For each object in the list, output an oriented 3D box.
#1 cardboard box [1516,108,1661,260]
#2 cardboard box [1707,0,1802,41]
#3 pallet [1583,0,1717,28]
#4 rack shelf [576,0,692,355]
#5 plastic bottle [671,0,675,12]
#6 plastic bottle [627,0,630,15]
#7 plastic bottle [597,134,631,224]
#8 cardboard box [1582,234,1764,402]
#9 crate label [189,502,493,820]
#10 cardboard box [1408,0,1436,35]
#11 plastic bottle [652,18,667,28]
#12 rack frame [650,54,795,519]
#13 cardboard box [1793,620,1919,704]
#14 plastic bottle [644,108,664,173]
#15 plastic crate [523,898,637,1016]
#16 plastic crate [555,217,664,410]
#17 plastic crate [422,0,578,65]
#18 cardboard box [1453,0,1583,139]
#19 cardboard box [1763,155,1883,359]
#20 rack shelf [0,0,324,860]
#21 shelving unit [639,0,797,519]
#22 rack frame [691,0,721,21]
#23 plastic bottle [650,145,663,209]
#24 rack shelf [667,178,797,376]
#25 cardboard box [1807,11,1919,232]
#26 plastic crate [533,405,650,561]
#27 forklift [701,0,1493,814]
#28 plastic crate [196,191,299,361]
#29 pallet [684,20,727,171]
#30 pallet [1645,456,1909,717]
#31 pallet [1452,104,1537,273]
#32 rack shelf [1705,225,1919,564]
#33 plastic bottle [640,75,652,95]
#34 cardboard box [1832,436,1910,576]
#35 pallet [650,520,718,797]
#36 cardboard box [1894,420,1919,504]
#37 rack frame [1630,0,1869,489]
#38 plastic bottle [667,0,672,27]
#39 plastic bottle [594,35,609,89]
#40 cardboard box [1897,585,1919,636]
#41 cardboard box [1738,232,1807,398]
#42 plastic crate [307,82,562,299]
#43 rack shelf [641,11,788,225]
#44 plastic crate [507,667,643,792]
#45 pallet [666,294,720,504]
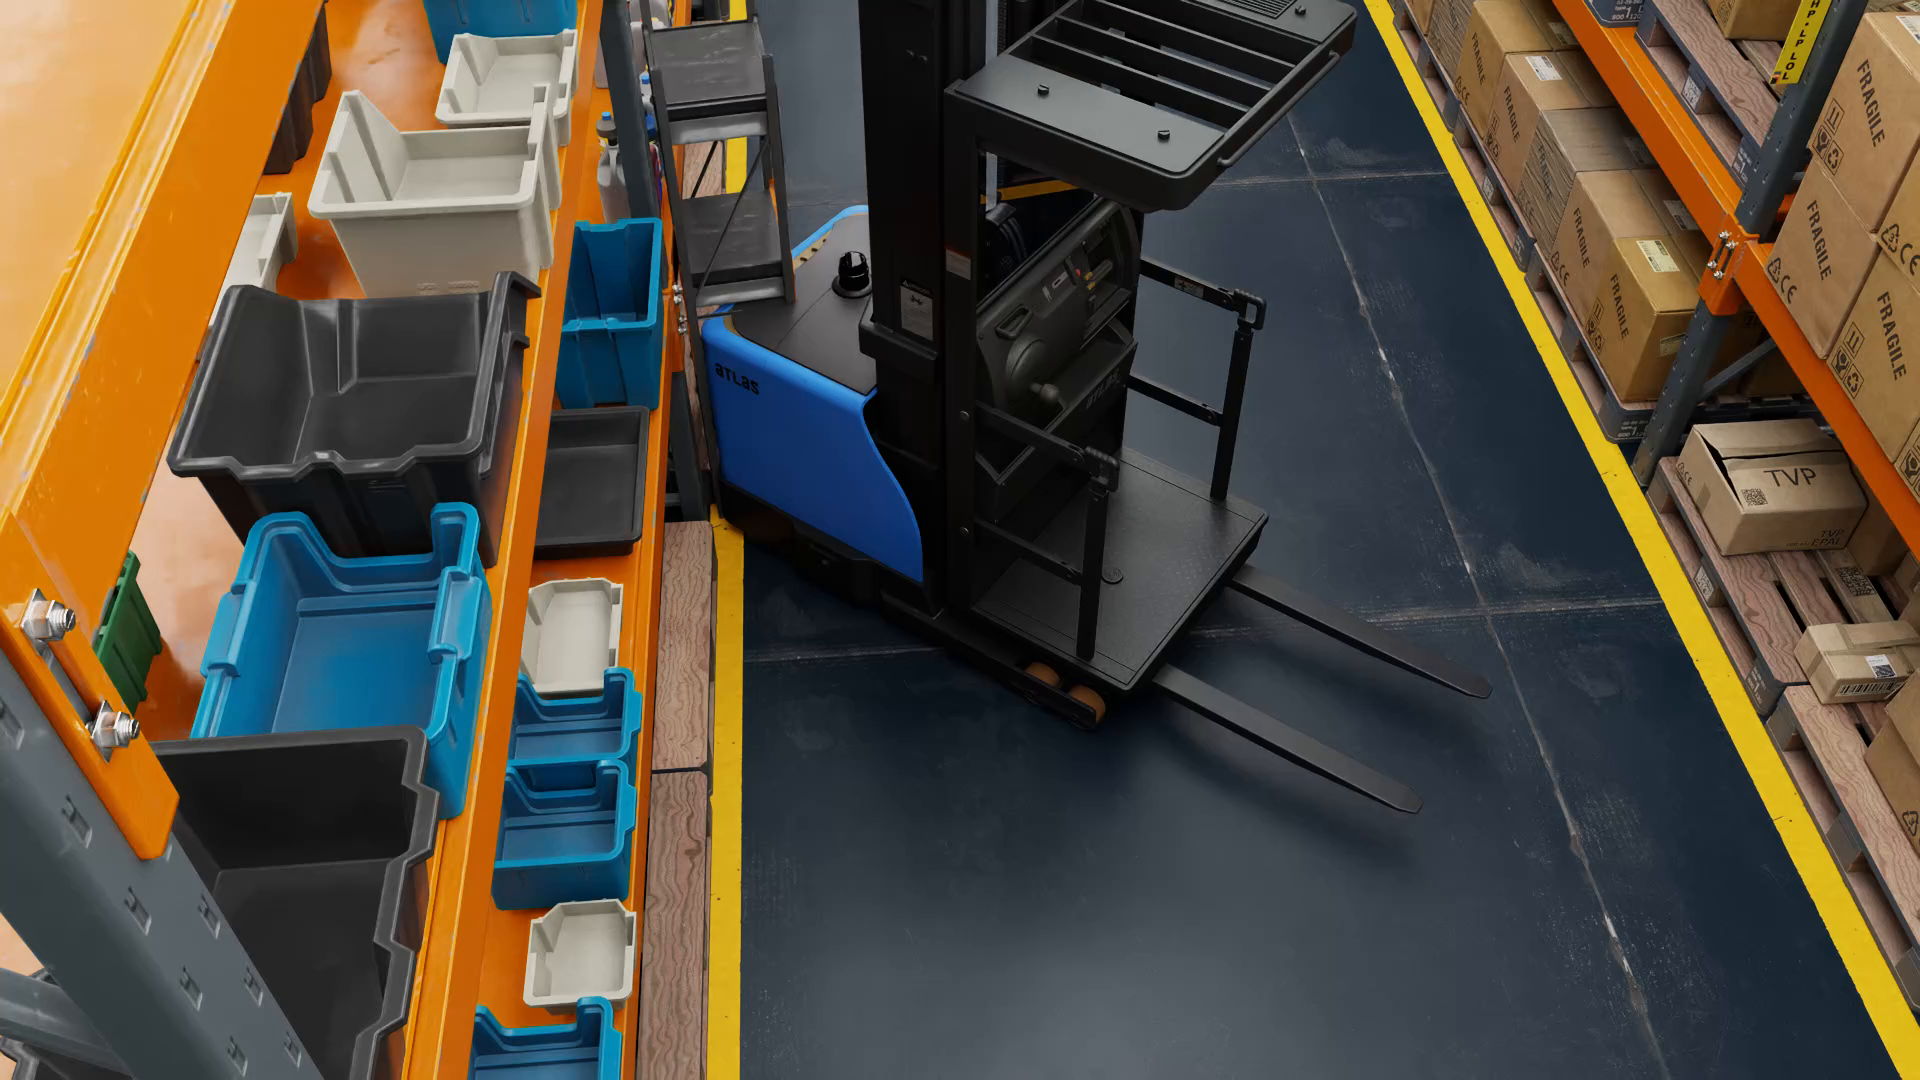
[{"bbox_3d":[2.993,-1.679,7.829,0.500,0.500,0.500,-3,47,-3],"label":"cardboard box"},{"bbox_3d":[3.457,-2.355,6.693,0.700,0.500,0.500,3,47,3],"label":"cardboard box"},{"bbox_3d":[3.227,-2.748,7.555,1.003,0.211,1.213,-3,47,-3],"label":"pallet"},{"bbox_3d":[-1.709,-2.228,7.426,1.077,0.370,4.000,-3,47,-3],"label":"rack shelf"},{"bbox_3d":[-1.323,-2.464,7.188,0.144,0.351,0.185,-3,47,-3],"label":"plastic bottle"},{"bbox_3d":[-1.440,-2.397,7.180,0.097,0.271,0.097,0,47,0],"label":"plastic bottle"},{"bbox_3d":[-1.252,-1.315,6.100,0.144,0.351,0.185,-3,47,-3],"label":"plastic bottle"},{"bbox_3d":[3.068,-0.958,7.146,0.500,0.500,0.500,-4,47,-4],"label":"cardboard box"},{"bbox_3d":[-0.962,0.198,2.669,0.408,0.251,0.502,-3,47,-3],"label":"crate label"},{"bbox_3d":[2.813,-3.166,9.237,0.500,0.500,0.500,-2,47,-2],"label":"cardboard box"},{"bbox_3d":[-1.261,-2.073,6.921,0.097,0.201,0.097,0,47,0],"label":"plastic bottle"},{"bbox_3d":[-0.813,-0.845,6.209,0.400,2.100,0.015,-9,47,-8],"label":"rack frame"},{"bbox_3d":[3.297,0.439,6.054,0.380,0.166,0.250,-3,47,-3],"label":"cardboard box"},{"bbox_3d":[-1.194,-1.524,6.353,0.097,0.271,0.097,0,47,0],"label":"plastic bottle"},{"bbox_3d":[-0.901,1.009,4.005,0.250,0.136,0.298,-3,47,-3],"label":"plastic crate"},{"bbox_3d":[-1.163,-0.726,5.478,0.392,0.384,0.575,-3,47,-3],"label":"plastic crate"},{"bbox_3d":[-1.147,-1.363,4.161,0.416,0.233,0.300,-3,47,-3],"label":"plastic crate"},{"bbox_3d":[2.900,-2.424,8.535,0.500,0.500,0.500,-4,47,-4],"label":"cardboard box"},{"bbox_3d":[3.166,-0.976,5.676,0.500,0.500,0.500,-2,47,-2],"label":"cardboard box"},{"bbox_3d":[-1.374,-1.259,2.652,1.077,0.370,4.000,-3,47,-3],"label":"rack shelf"},{"bbox_3d":[-0.864,-1.019,6.373,0.431,2.100,0.503,-9,47,-8],"label":"shelving unit"},{"bbox_3d":[-1.876,-3.922,8.535,1.000,3.000,0.127,-3,47,-3],"label":"rack frame"},{"bbox_3d":[-1.158,-1.376,6.204,0.061,0.283,0.133,-3,47,-3],"label":"plastic bottle"},{"bbox_3d":[-0.864,-1.009,6.383,0.431,0.518,0.480,-9,47,-8],"label":"rack shelf"},{"bbox_3d":[3.154,-1.347,5.338,0.500,0.500,0.500,-2,47,-2],"label":"cardboard box"},{"bbox_3d":[-1.180,-0.161,5.121,0.437,0.125,0.590,-3,47,-3],"label":"plastic crate"},{"bbox_3d":[0.516,-0.746,5.574,3.031,2.935,1.130,27,52,23],"label":"forklift"},{"bbox_3d":[-1.627,-0.555,3.462,0.437,0.136,0.530,-3,47,-3],"label":"plastic crate"},{"bbox_3d":[-1.769,-2.395,9.010,1.003,0.211,1.213,-3,47,-3],"label":"pallet"},{"bbox_3d":[3.451,0.129,6.619,1.003,0.211,1.213,-3,47,-3],"label":"pallet"},{"bbox_3d":[3.184,-1.839,8.482,1.003,0.211,1.213,-3,47,-3],"label":"pallet"},{"bbox_3d":[3.562,0.368,4.968,1.077,0.370,4.000,-3,47,-3],"label":"rack shelf"},{"bbox_3d":[-1.214,-1.692,6.512,0.097,0.271,0.097,0,47,0],"label":"plastic bottle"},{"bbox_3d":[3.725,-0.223,6.451,0.500,0.500,0.500,-3,47,-3],"label":"cardboard box"},{"bbox_3d":[-1.441,0.460,6.305,1.003,0.211,1.213,-3,47,-3],"label":"pallet"},{"bbox_3d":[3.251,-0.243,4.982,0.500,0.500,0.500,-4,47,-4],"label":"cardboard box"},{"bbox_3d":[3.395,-1.327,6.077,1.000,3.000,0.127,-3,47,-3],"label":"rack frame"},{"bbox_3d":[-1.280,-2.265,7.055,0.097,0.271,0.097,0,47,0],"label":"plastic bottle"},{"bbox_3d":[-1.430,-2.004,6.804,0.152,0.276,0.135,-3,47,-3],"label":"plastic bottle"},{"bbox_3d":[3.788,0.384,6.005,0.500,0.311,0.500,-3,47,-3],"label":"cardboard box"},{"bbox_3d":[3.597,-0.983,7.170,0.500,0.500,0.500,-5,47,-5],"label":"cardboard box"},{"bbox_3d":[-1.085,-0.747,3.544,0.437,0.282,0.530,-3,47,-3],"label":"plastic crate"},{"bbox_3d":[-0.865,-1.490,5.873,0.431,0.518,0.480,-9,47,-8],"label":"rack shelf"},{"bbox_3d":[-1.035,0.534,4.388,0.416,0.233,0.300,-3,47,-3],"label":"plastic crate"},{"bbox_3d":[-1.565,-0.630,7.338,1.003,0.211,1.213,-3,47,-3],"label":"pallet"}]
